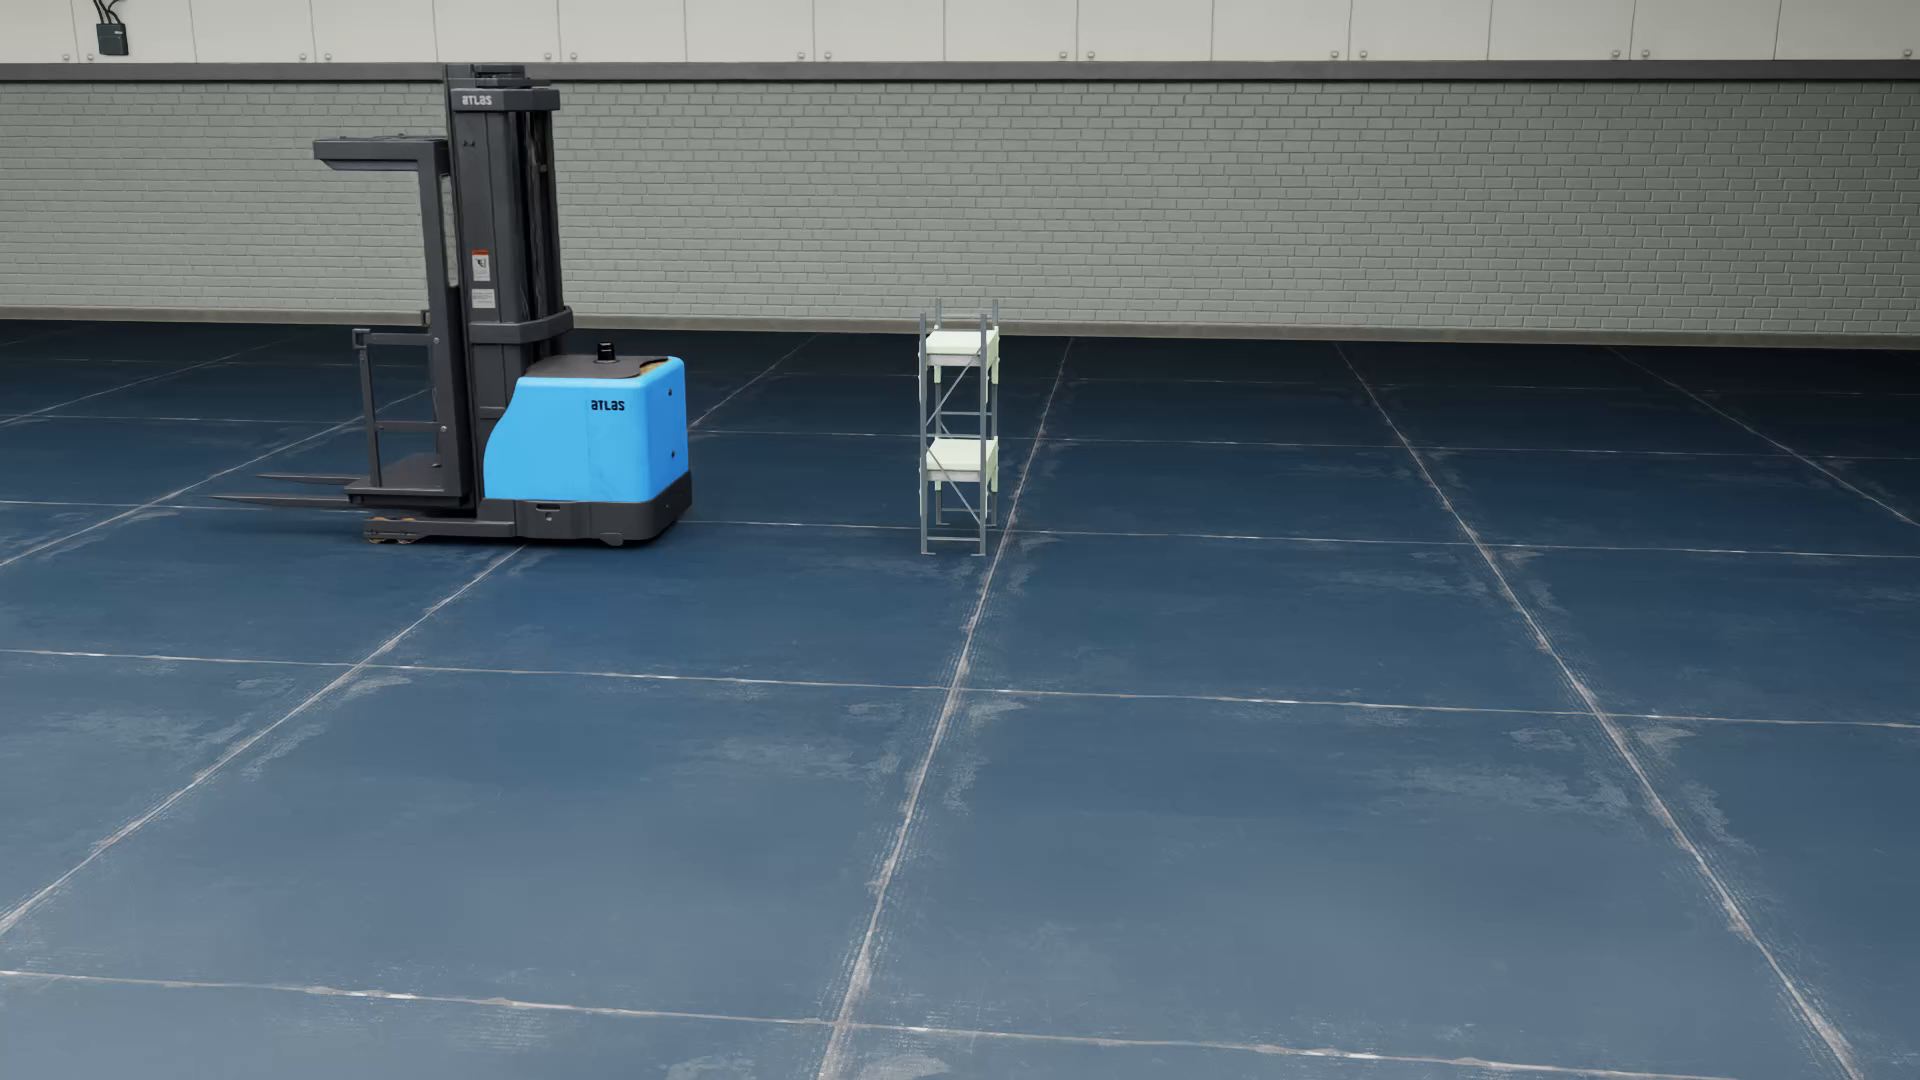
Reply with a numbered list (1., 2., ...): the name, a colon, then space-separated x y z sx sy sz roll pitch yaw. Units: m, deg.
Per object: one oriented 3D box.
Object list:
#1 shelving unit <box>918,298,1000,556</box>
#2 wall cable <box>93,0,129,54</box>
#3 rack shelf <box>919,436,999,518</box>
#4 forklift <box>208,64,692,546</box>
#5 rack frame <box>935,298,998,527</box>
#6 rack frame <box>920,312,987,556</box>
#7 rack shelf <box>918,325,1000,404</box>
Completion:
1. shelving unit: 0.001 -0.726 10.473 0.431 1.500 0.755 2 15 6
2. wall cable: -9.123 -8.673 18.980 2.305 6.003 0.169 2 15 6
3. rack shelf: 0.001 -0.411 10.558 0.431 0.370 0.720 2 15 6
4. forklift: -3.372 -1.523 10.681 3.031 2.935 1.130 2 15 6
5. rack frame: 0.042 -0.821 10.824 0.400 1.500 0.023 2 15 6
6. rack frame: -0.041 -0.631 10.122 0.400 1.500 0.023 2 15 6
7. rack shelf: 0.001 -1.102 10.371 0.431 0.370 0.720 2 15 6
